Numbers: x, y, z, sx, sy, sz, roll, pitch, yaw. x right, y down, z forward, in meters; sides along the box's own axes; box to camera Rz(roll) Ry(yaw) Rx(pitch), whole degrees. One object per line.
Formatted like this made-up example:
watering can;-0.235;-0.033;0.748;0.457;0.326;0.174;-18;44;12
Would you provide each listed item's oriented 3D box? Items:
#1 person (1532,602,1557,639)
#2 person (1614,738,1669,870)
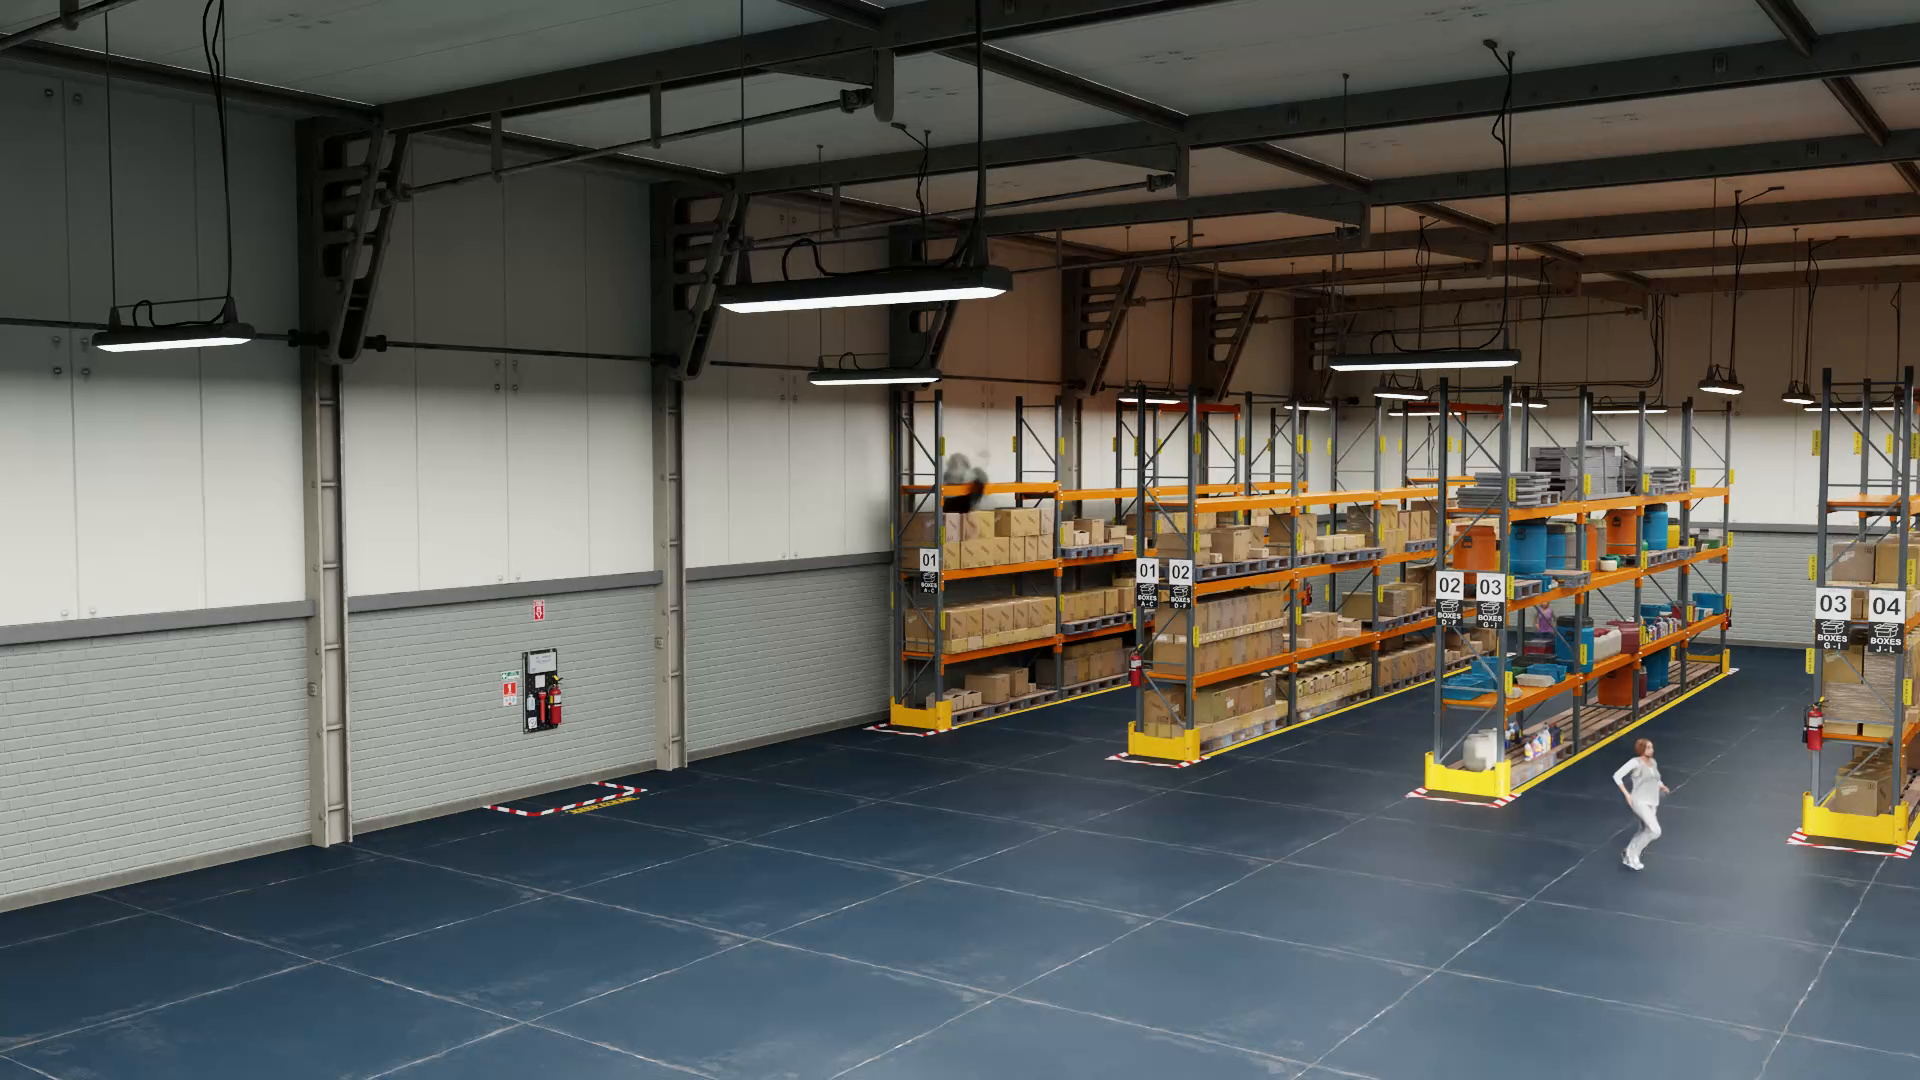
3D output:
person;13.254;2.099;37.722;0.541;1.565;0.524;2;4;26
person;8.023;3.104;19.479;0.511;1.564;0.621;-2;4;-31
